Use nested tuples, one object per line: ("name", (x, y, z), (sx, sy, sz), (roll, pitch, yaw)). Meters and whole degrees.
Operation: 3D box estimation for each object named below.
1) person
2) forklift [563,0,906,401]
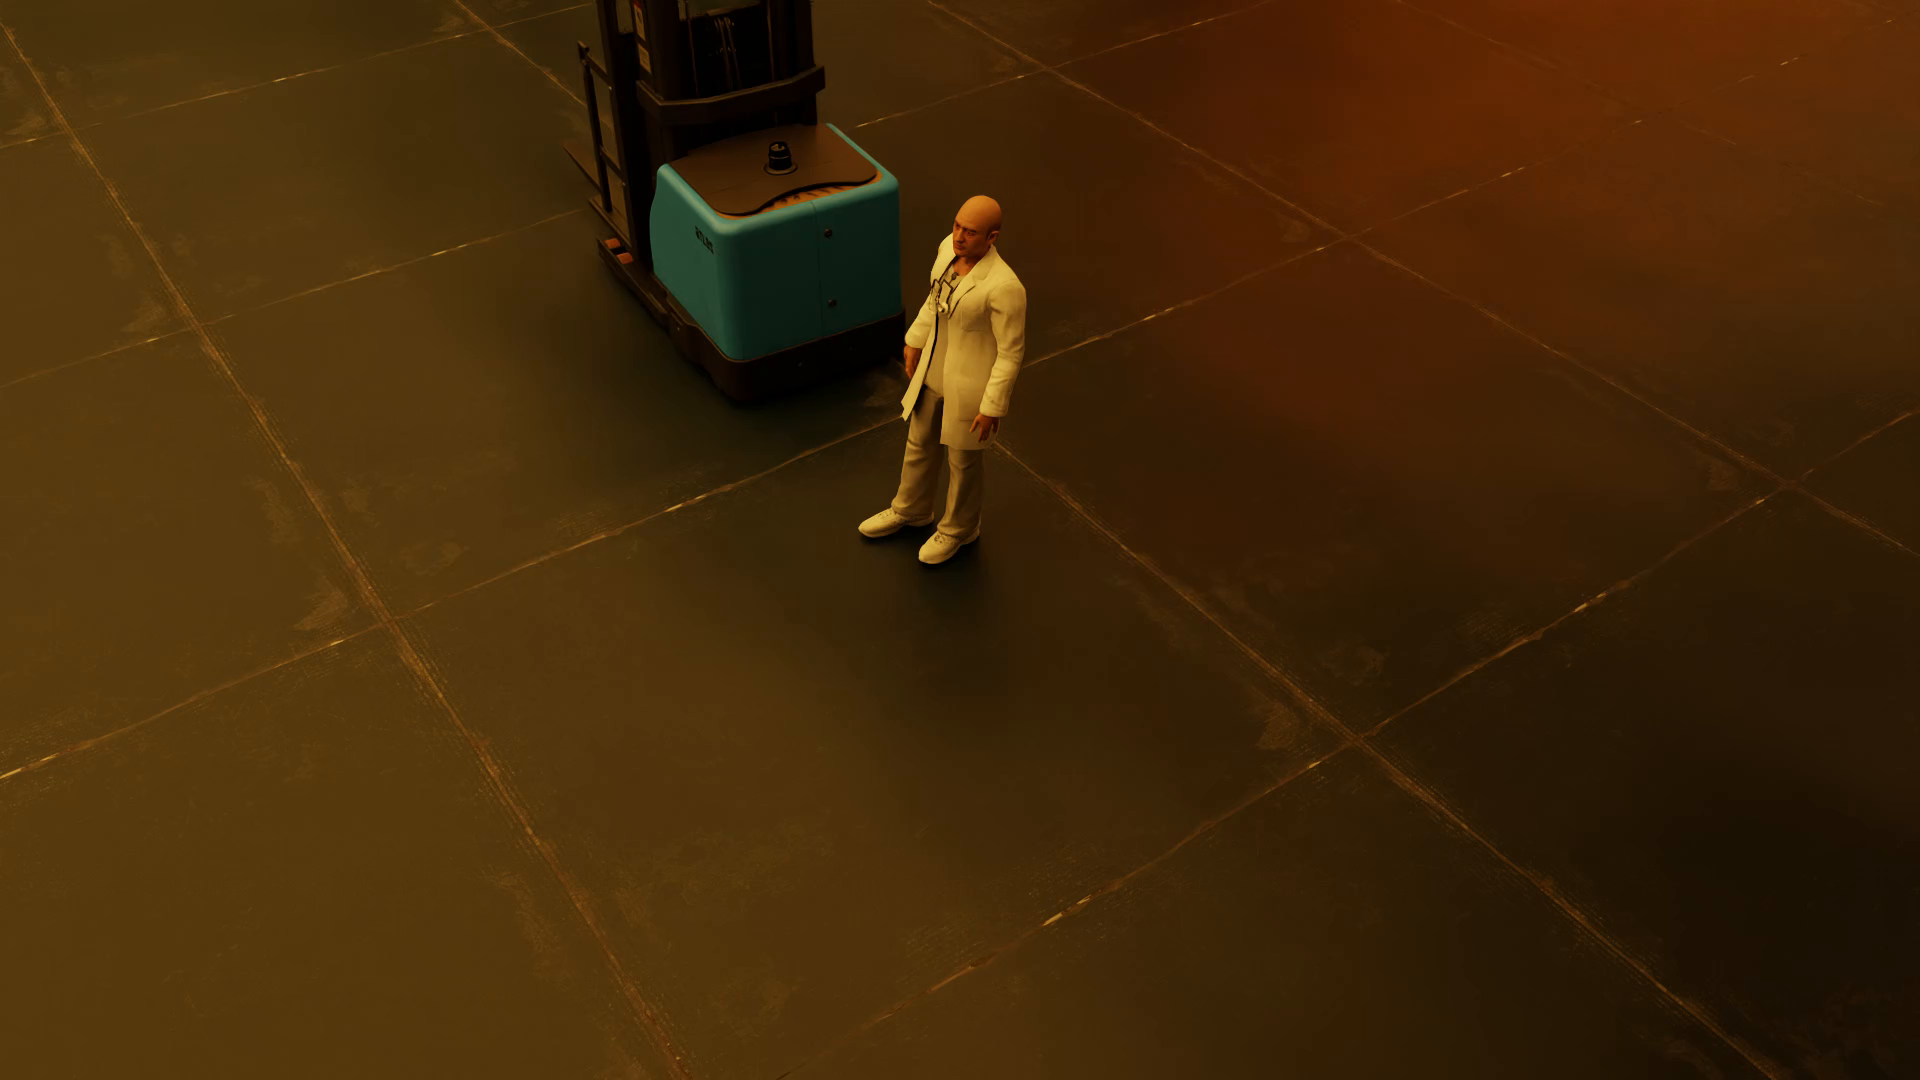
("person", (-0.077, -0.660, 7.252), (0.578, 1.777, 0.698), (-24, 45, -26))
("forklift", (-1.472, -2.771, 8.918), (1.130, 2.935, 3.031), (-21, 44, -23))
